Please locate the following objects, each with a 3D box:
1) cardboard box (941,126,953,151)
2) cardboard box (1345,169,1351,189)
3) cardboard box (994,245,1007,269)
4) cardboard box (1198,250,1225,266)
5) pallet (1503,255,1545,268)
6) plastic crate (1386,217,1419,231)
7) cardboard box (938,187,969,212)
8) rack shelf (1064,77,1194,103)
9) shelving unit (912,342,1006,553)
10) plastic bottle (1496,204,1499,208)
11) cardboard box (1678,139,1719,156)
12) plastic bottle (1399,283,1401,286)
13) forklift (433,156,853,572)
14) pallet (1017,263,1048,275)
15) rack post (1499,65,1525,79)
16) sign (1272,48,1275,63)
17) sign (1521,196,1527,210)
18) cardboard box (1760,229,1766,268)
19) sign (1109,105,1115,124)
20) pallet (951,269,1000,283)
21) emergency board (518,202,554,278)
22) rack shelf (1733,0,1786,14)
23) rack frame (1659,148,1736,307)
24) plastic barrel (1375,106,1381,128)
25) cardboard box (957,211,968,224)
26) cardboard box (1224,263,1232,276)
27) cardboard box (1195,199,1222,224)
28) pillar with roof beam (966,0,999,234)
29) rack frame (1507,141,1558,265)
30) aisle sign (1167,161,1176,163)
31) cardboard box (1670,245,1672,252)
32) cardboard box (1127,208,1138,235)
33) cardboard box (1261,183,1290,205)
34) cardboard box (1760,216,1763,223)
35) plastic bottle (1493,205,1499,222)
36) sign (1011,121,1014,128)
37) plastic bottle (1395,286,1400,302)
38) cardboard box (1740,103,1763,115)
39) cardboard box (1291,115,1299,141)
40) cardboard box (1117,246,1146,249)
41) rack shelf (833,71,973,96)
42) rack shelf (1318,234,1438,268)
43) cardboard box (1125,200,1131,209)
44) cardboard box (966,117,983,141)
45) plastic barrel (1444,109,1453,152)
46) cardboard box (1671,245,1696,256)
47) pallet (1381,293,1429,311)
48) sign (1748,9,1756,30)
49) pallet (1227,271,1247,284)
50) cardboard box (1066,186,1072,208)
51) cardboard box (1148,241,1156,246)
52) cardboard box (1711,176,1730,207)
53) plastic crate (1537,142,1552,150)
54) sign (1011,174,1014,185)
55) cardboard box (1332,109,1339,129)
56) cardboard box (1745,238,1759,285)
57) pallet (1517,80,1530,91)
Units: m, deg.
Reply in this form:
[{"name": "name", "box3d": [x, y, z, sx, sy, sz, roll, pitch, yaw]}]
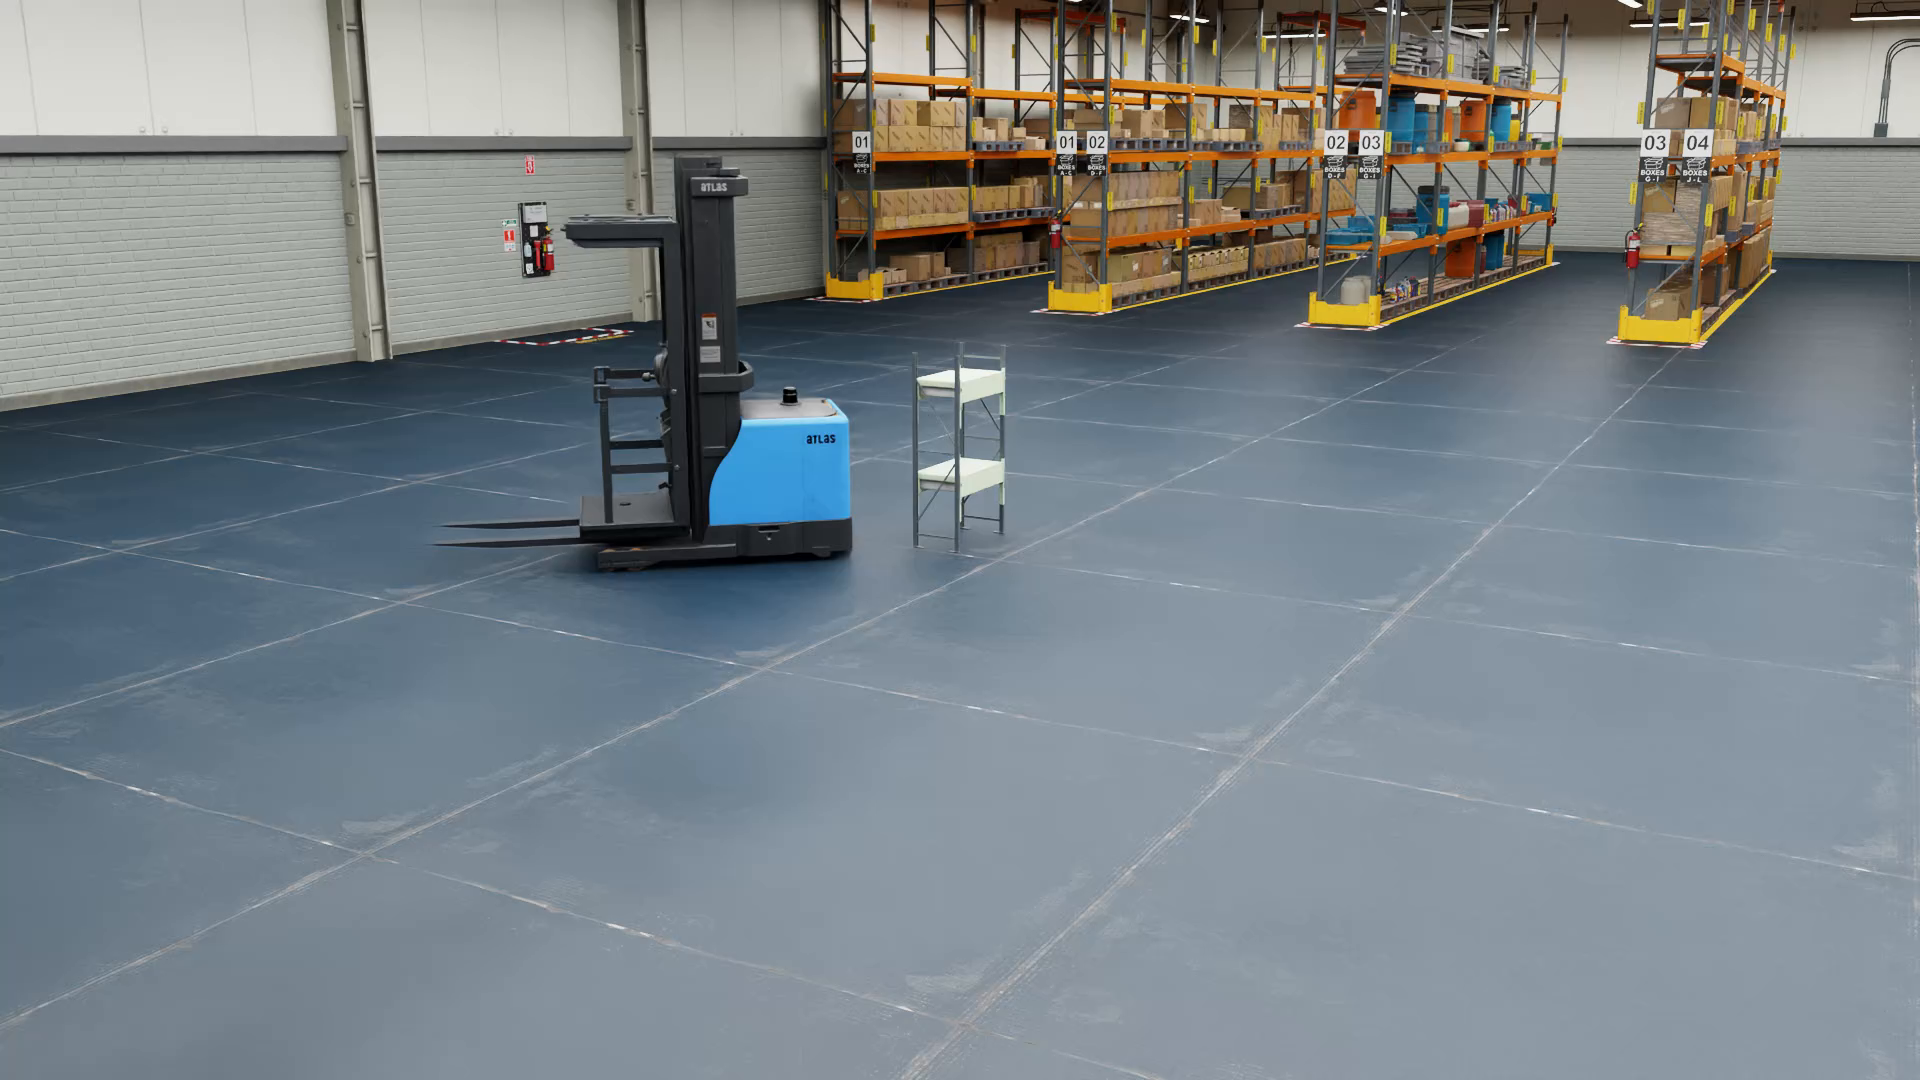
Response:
[{"name": "cardboard box", "box3d": [-0.475, -8.356, 34.636, 0.500, 0.500, 0.500, 6, 15, 23]}, {"name": "cardboard box", "box3d": [9.729, -9.283, 42.792, 0.500, 0.500, 0.500, 8, 16, 30]}, {"name": "cardboard box", "box3d": [0.637, -6.437, 37.727, 0.700, 0.500, 0.500, 8, 15, 29]}, {"name": "cardboard box", "box3d": [5.306, -6.025, 35.398, 0.500, 0.311, 0.500, 8, 16, 30]}, {"name": "pallet", "box3d": [13.849, -6.892, 41.172, 1.003, 0.211, 1.213, 7, 15, 28]}, {"name": "plastic crate", "box3d": [8.116, -5.828, 30.938, 0.767, 0.338, 0.504, 7, 15, 28]}, {"name": "cardboard box", "box3d": [-0.150, -7.242, 35.352, 0.500, 0.500, 0.500, 7, 15, 28]}, {"name": "rack shelf", "box3d": [3.179, -8.475, 31.374, 1.077, 0.370, 4.000, 7, 15, 28]}, {"name": "shelving unit", "box3d": [-0.003, -0.728, 12.852, 0.431, 1.500, 0.755, 7, 15, 28]}, {"name": "plastic bottle", "box3d": [11.974, -7.321, 37.105, 0.144, 0.351, 0.185, 7, 15, 28]}, {"name": "cardboard box", "box3d": [11.342, -6.024, 25.539, 0.500, 0.250, 0.500, 8, 16, 30]}, {"name": "plastic bottle", "box3d": [8.070, -4.580, 30.488, 0.061, 0.283, 0.133, 7, 15, 28]}, {"name": "forklift", "box3d": [-2.377, -1.326, 12.281, 3.031, 2.935, 1.130, -3, 14, -12]}, {"name": "pallet", "box3d": [1.363, -6.378, 39.039, 1.003, 0.211, 1.213, 7, 15, 28]}, {"name": "rack post", "box3d": [11.913, -10.302, 36.728, 0.937, 0.300, 0.954, 7, 15, 27]}, {"name": "sign", "box3d": [7.547, -11.628, 39.904, 0.100, 0.325, 0.005, 7, 15, 28]}, {"name": "sign", "box3d": [12.828, -7.664, 37.832, 0.100, 0.325, 0.005, 7, 15, 28]}, {"name": "cardboard box", "box3d": [17.508, -6.513, 37.287, 0.875, 0.875, 0.875, 7, 15, 28]}, {"name": "sign", "box3d": [2.695, -7.550, 29.514, 0.100, 0.325, 0.005, 7, 15, 28]}, {"name": "pallet", "box3d": [0.183, -5.877, 36.962, 1.003, 0.211, 1.213, 7, 15, 28]}, {"name": "emergency board", "box3d": [-6.673, -4.760, 26.379, 0.194, 1.169, 0.643, 7, 15, 28]}, {"name": "rack shelf", "box3d": [15.717, -10.803, 33.087, 1.077, 0.370, 4.000, 7, 15, 28]}, {"name": "rack frame", "box3d": [12.816, -5.390, 28.989, 1.000, 3.000, 0.127, 7, 15, 28]}, {"name": "plastic barrel", "box3d": [6.987, -7.132, 28.519, 0.600, 0.588, 0.600, 0, 14, 0]}, {"name": "cardboard box", "box3d": [-0.156, -6.878, 35.442, 0.500, 0.250, 0.500, 7, 15, 28]}, {"name": "cardboard box", "box3d": [5.547, -5.856, 35.895, 0.500, 0.250, 0.500, 8, 16, 29]}, {"name": "cardboard box", "box3d": [5.283, -7.036, 35.604, 0.500, 0.500, 0.500, 6, 15, 25]}, {"name": "pillar with roof beam", "box3d": [4.124, -10.154, 35.950, 9.100, 9.000, 0.548, 7, 15, 28]}, {"name": "rack frame", "box3d": [14.281, -8.413, 41.529, 1.000, 3.000, 0.127, 7, 15, 28]}, {"name": "aisle sign", "box3d": [5.906, -10.780, 45.800, 0.394, 0.787, 0.004, 7, 15, 28]}, {"name": "cardboard box", "box3d": [11.171, -4.686, 26.609, 0.380, 0.149, 0.250, 7, 15, 28]}, {"name": "cardboard box", "box3d": [2.944, -6.044, 31.492, 0.700, 0.500, 0.500, 7, 15, 28]}, {"name": "cardboard box", "box3d": [7.589, -8.335, 40.097, 0.700, 0.500, 0.500, 2, 14, 9]}, {"name": "cardboard box", "box3d": [17.118, -6.932, 35.922, 0.380, 0.149, 0.250, 7, 15, 28]}, {"name": "plastic bottle", "box3d": [11.657, -7.116, 36.257, 0.144, 0.351, 0.185, 7, 15, 28]}, {"name": "sign", "box3d": [1.260, -9.706, 39.223, 0.100, 0.325, 0.005, 7, 15, 28]}, {"name": "plastic bottle", "box3d": [7.821, -4.404, 29.760, 0.061, 0.283, 0.133, 8, 16, 29]}, {"name": "cardboard box", "box3d": [17.144, -9.347, 36.082, 0.500, 0.250, 0.500, 6, 15, 24]}, {"name": "cardboard box", "box3d": [7.705, -9.819, 39.637, 0.600, 0.600, 0.600, 6, 15, 23]}, {"name": "cardboard box", "box3d": [3.413, -5.582, 33.156, 0.500, 0.500, 0.500, 7, 15, 28]}, {"name": "rack shelf", "box3d": [-1.159, -9.228, 33.652, 1.077, 0.370, 4.000, 7, 15, 28]}, {"name": "rack shelf", "box3d": [7.514, -5.191, 29.699, 1.077, 0.370, 4.000, 7, 15, 28]}, {"name": "cardboard box", "box3d": [2.962, -6.269, 31.040, 0.380, 0.149, 0.250, 7, 15, 27]}, {"name": "cardboard box", "box3d": [0.142, -8.887, 35.988, 0.500, 0.500, 0.500, 10, 17, 36]}, {"name": "plastic barrel", "box3d": [9.511, -8.160, 33.165, 0.600, 0.830, 0.708, 7, 15, 28]}, {"name": "cardboard box", "box3d": [11.229, -4.478, 25.745, 0.380, 0.149, 0.250, 7, 15, 28]}, {"name": "pallet", "box3d": [8.119, -4.462, 31.091, 1.003, 0.211, 1.213, 7, 15, 28]}, {"name": "sign", "box3d": [13.282, -8.733, 27.896, 0.100, 0.325, 0.005, 7, 15, 28]}, {"name": "pallet", "box3d": [5.648, -5.813, 36.696, 1.003, 0.211, 1.213, 7, 15, 28]}, {"name": "cardboard box", "box3d": [2.462, -8.274, 40.062, 0.500, 0.500, 0.500, 8, 16, 30]}, {"name": "cardboard box", "box3d": [4.874, -8.163, 44.931, 0.700, 0.500, 0.500, 7, 15, 26]}, {"name": "cardboard box", "box3d": [12.599, -5.843, 27.887, 0.500, 0.500, 0.500, 7, 15, 28]}, {"name": "plastic crate", "box3d": [14.055, -9.533, 40.228, 0.450, 0.188, 0.336, 7, 15, 28]}, {"name": "sign", "box3d": [1.254, -8.519, 39.499, 0.100, 0.325, 0.005, 7, 15, 28]}, {"name": "cardboard box", "box3d": [9.249, -10.653, 42.073, 0.700, 0.500, 0.500, 7, 15, 28]}, {"name": "cardboard box", "box3d": [15.539, -5.703, 33.925, 1.225, 0.875, 0.875, 7, 15, 28]}, {"name": "pallet", "box3d": [11.975, -10.049, 36.772, 1.003, 0.211, 1.213, 7, 15, 28]}]
